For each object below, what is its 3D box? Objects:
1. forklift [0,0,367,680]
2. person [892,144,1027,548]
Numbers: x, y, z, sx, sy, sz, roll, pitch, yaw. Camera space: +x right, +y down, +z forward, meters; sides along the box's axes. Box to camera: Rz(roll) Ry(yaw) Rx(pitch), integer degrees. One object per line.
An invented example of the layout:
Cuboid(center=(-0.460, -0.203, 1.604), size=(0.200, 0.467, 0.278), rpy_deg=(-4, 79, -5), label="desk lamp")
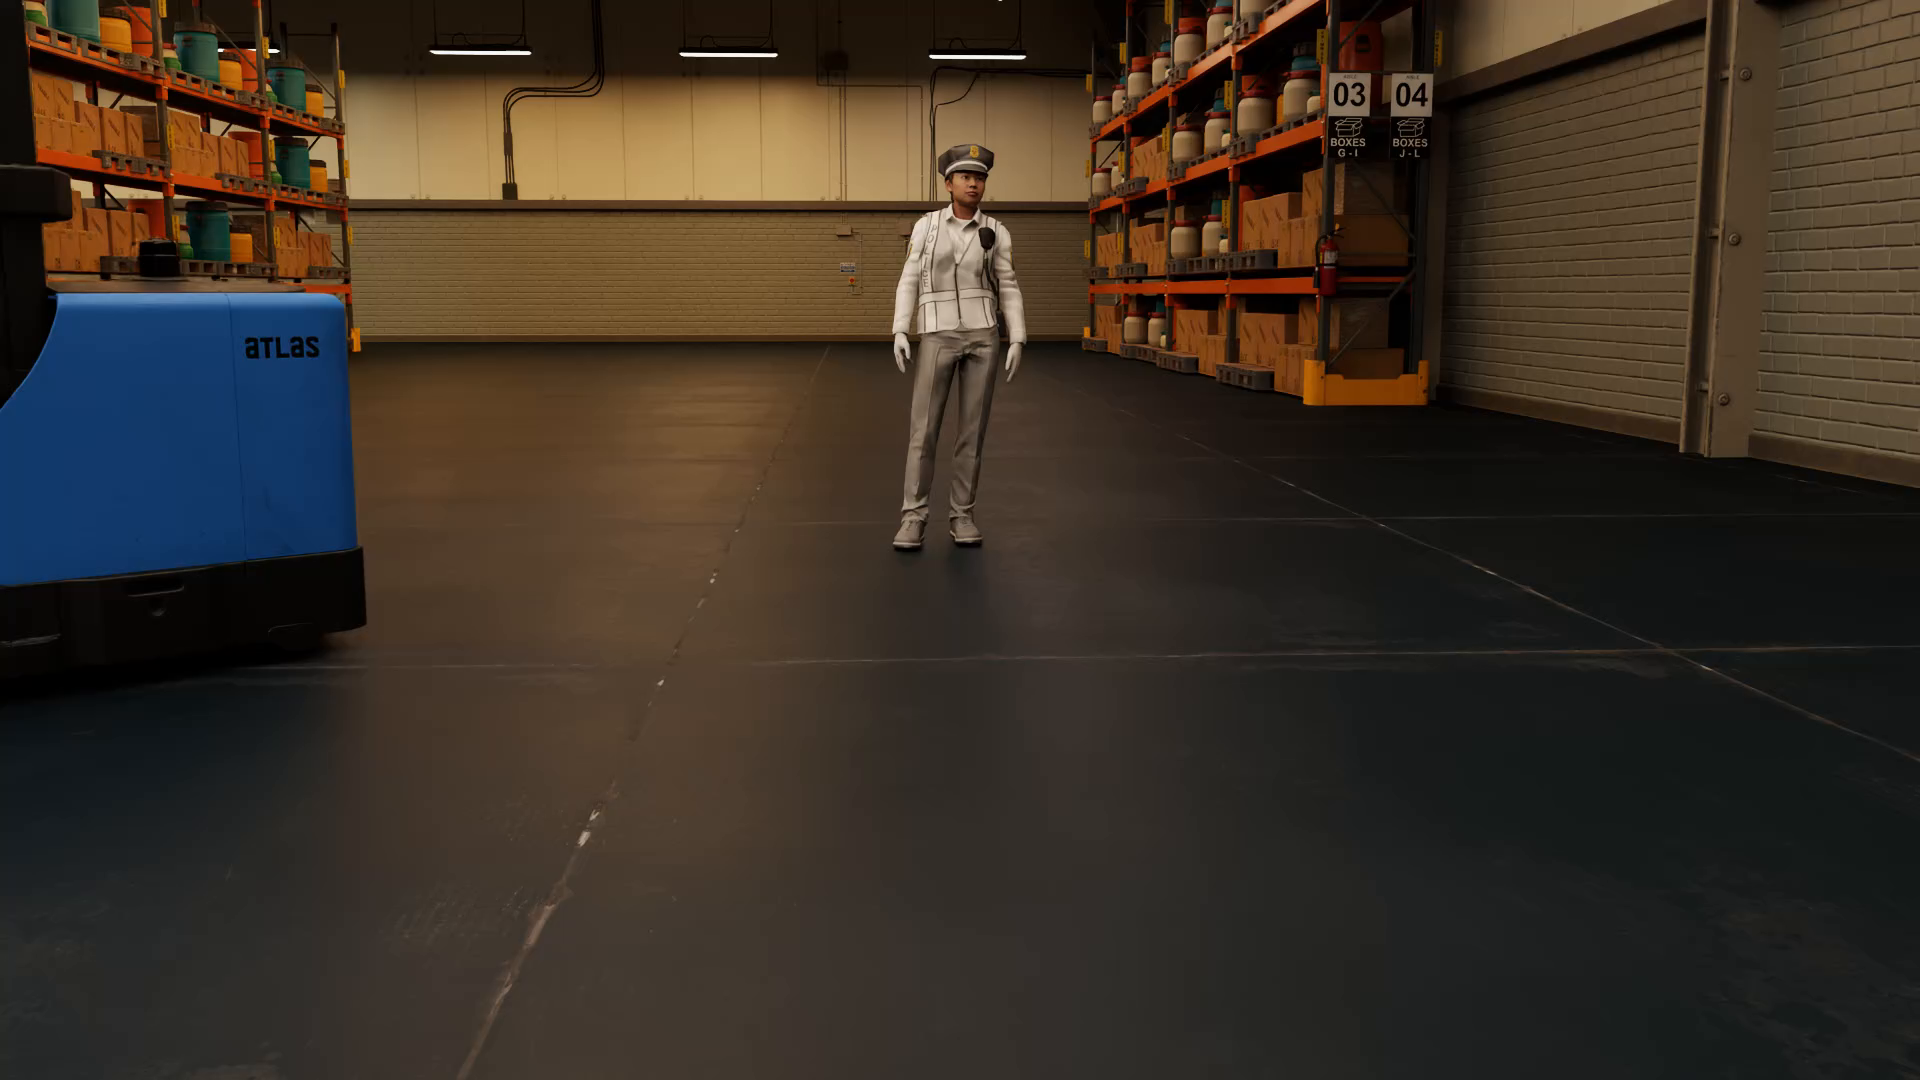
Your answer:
Cuboid(center=(-3.246, -1.025, 4.234), size=(3.031, 2.935, 1.130), rpy_deg=(-8, 11, -41), label="forklift")
Cuboid(center=(-0.003, -0.835, 7.116), size=(0.586, 1.694, 0.530), rpy_deg=(-1, 8, -4), label="person")
